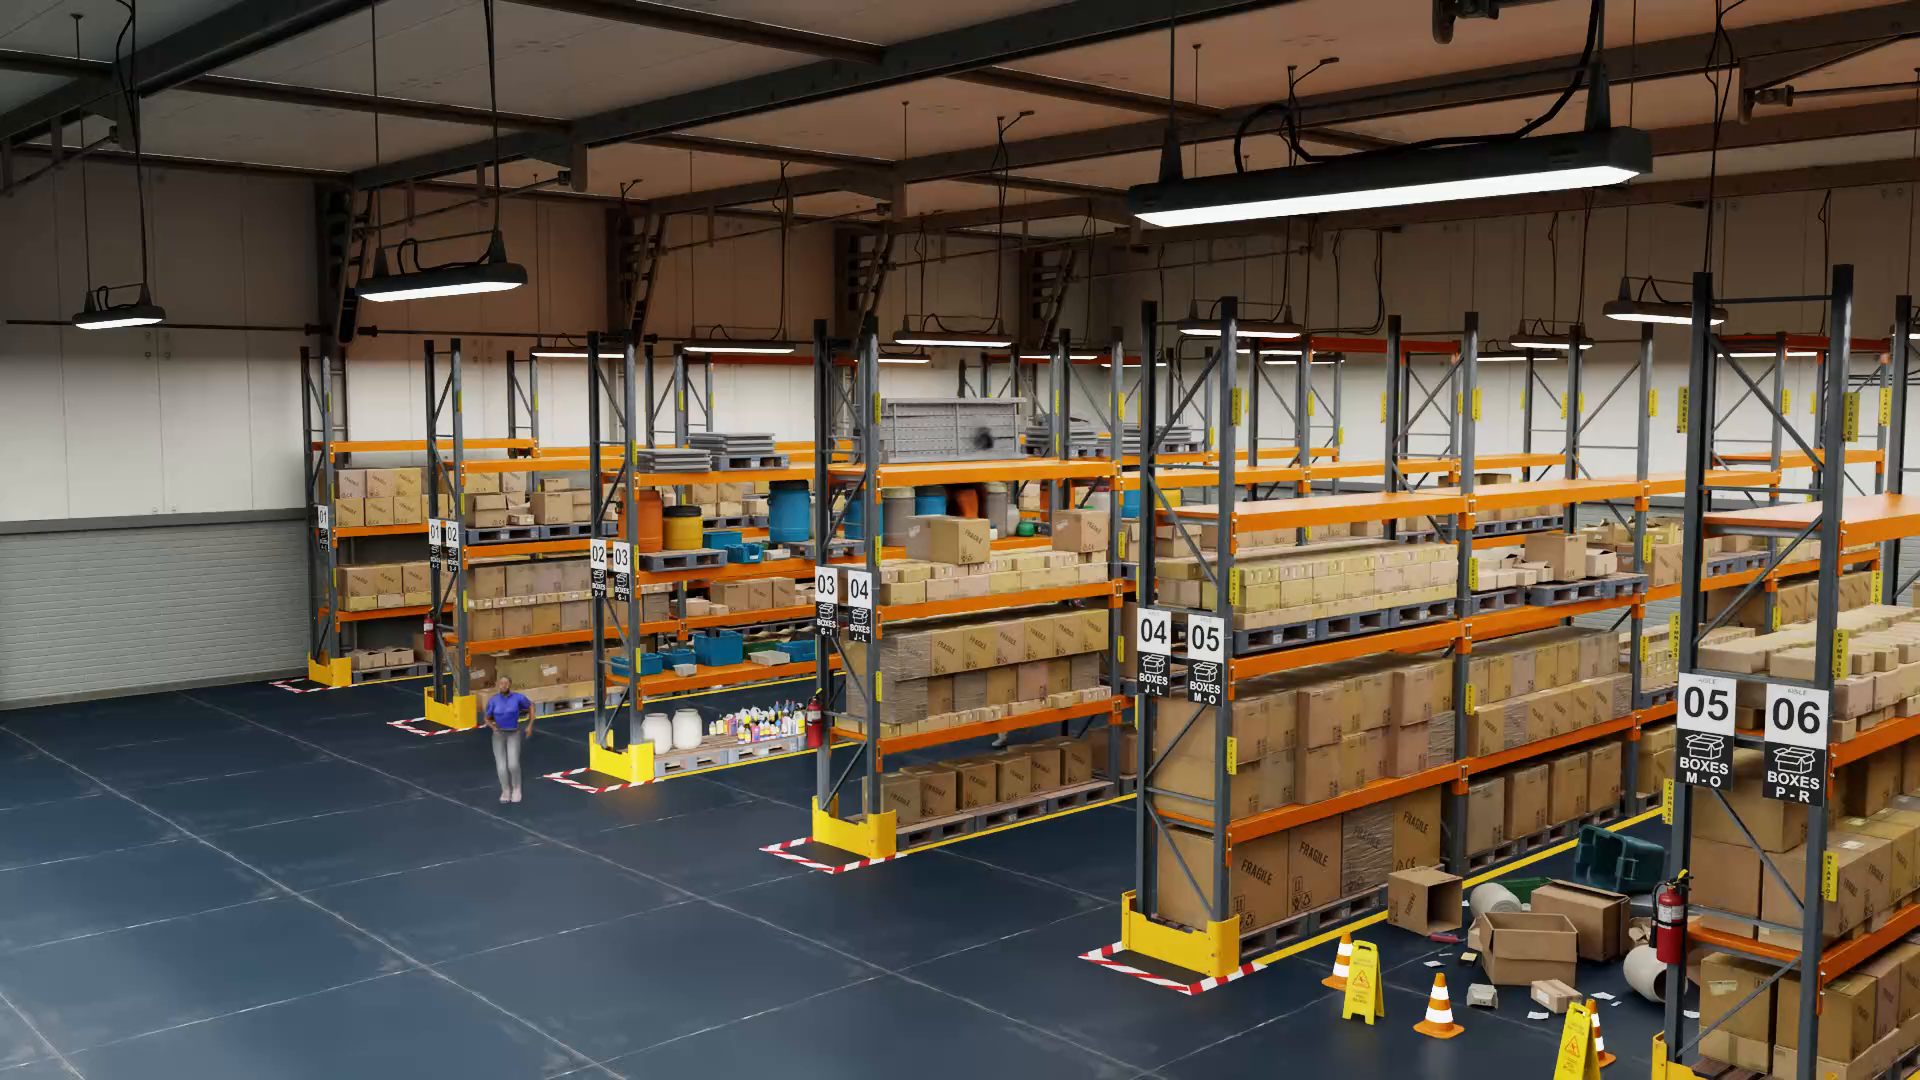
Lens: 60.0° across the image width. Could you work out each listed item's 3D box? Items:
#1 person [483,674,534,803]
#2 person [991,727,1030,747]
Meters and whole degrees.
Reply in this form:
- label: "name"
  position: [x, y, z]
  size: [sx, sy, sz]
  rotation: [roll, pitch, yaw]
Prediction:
- label: "person"
  position: [-5.684, 2.515, 20.933]
  size: [0.607, 1.652, 0.652]
  rotation: [-1, 5, -9]
- label: "person"
  position: [0.729, 2.171, 24.432]
  size: [0.705, 1.675, 0.703]
  rotation: [4, 7, 41]
